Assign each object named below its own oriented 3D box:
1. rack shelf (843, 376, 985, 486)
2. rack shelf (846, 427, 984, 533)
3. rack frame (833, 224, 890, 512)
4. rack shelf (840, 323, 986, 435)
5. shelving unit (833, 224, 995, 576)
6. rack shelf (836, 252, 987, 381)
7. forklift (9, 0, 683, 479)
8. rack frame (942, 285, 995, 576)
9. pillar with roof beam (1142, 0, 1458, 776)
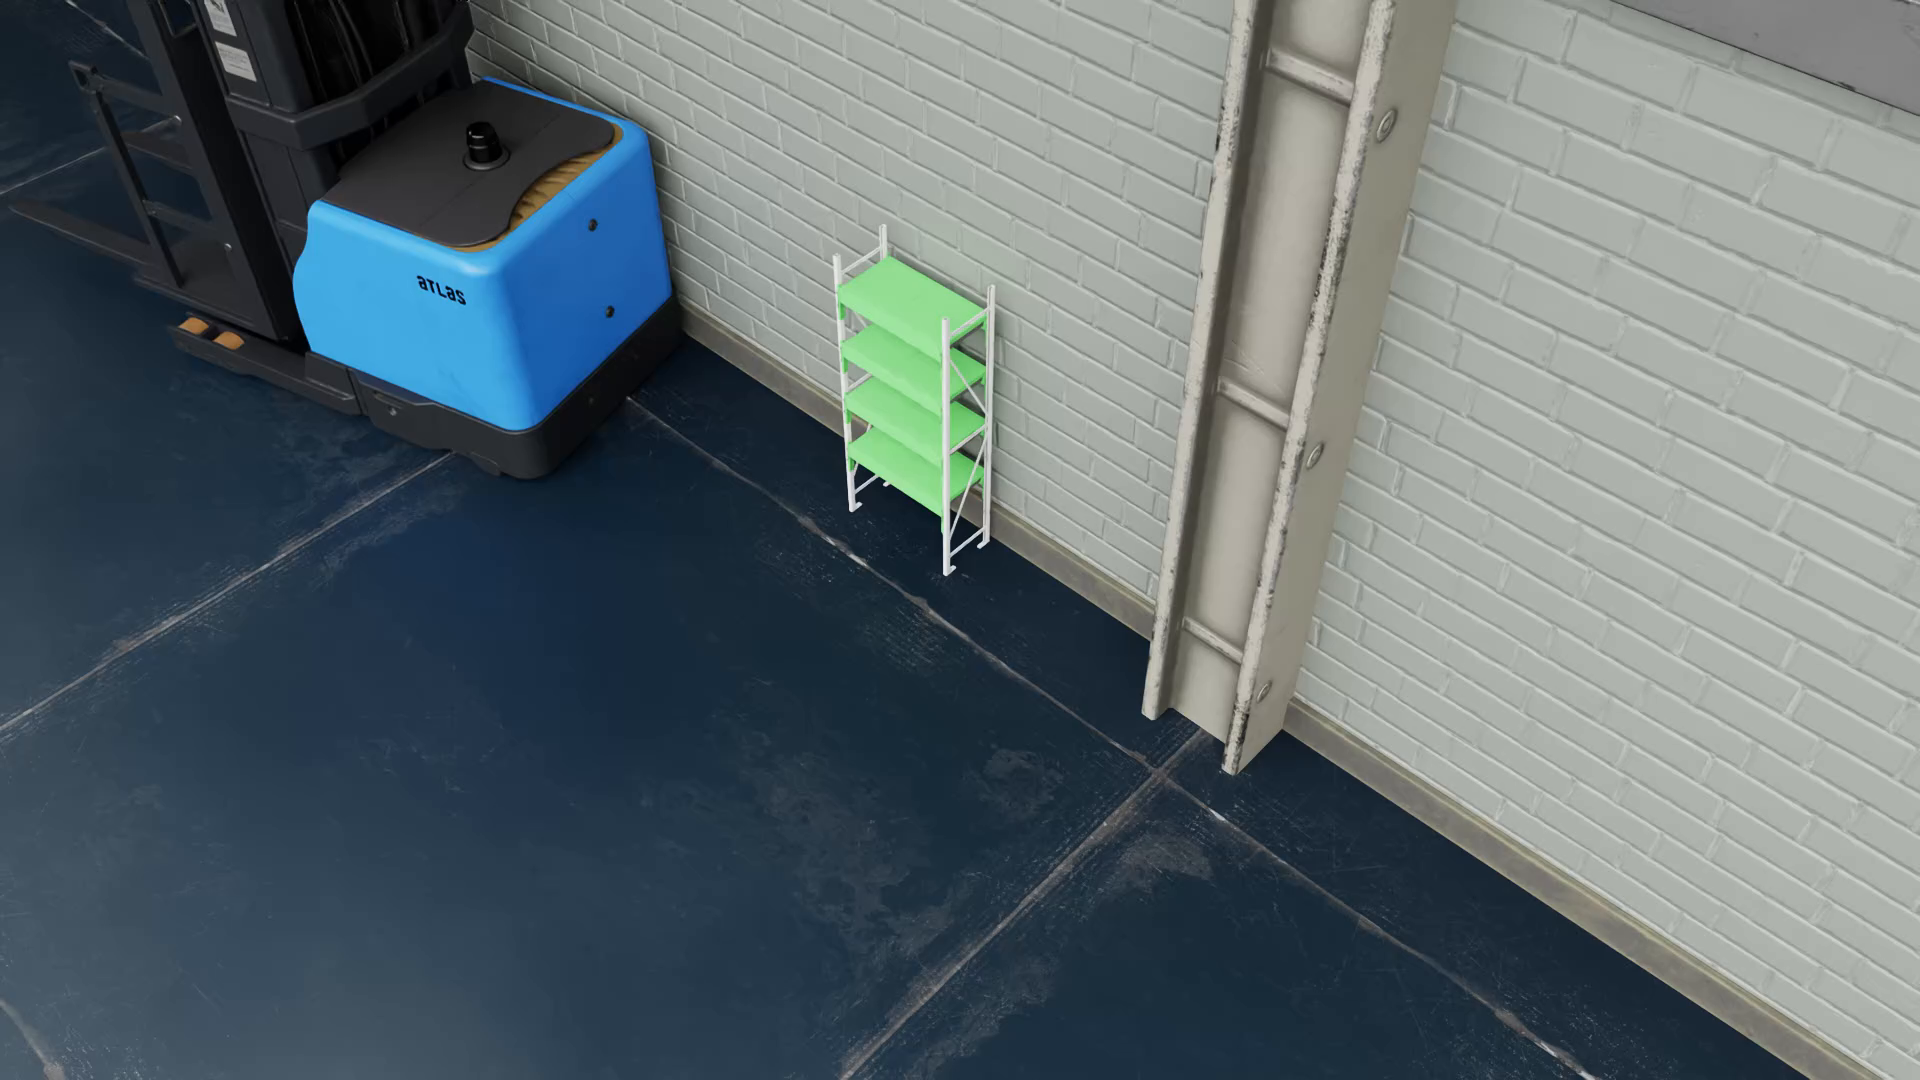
[{"bbox_3d":[-0.154,-0.422,5.910,0.480,0.148,0.258,33,55,27],"label":"rack shelf"},{"bbox_3d":[-0.155,-0.258,6.085,0.480,0.148,0.258,33,55,27],"label":"rack shelf"},{"bbox_3d":[-0.335,-0.586,5.976,0.015,1.200,0.240,33,55,27],"label":"rack frame"},{"bbox_3d":[-0.153,-0.587,5.736,0.480,0.148,0.258,33,55,27],"label":"rack shelf"},{"bbox_3d":[-0.154,-0.466,5.864,0.503,1.200,0.258,33,55,27],"label":"shelving unit"},{"bbox_3d":[-0.153,-0.752,5.562,0.480,0.148,0.258,33,55,27],"label":"rack shelf"},{"bbox_3d":[-2.702,-2.017,6.134,3.031,2.935,1.130,21,50,19],"label":"forklift"},{"bbox_3d":[0.027,-0.347,5.752,0.015,1.200,0.240,33,55,27],"label":"rack frame"},{"bbox_3d":[-2.052,-0.169,0.236,0.400,9.000,9.100,34,55,28],"label":"pillar with roof beam"}]
